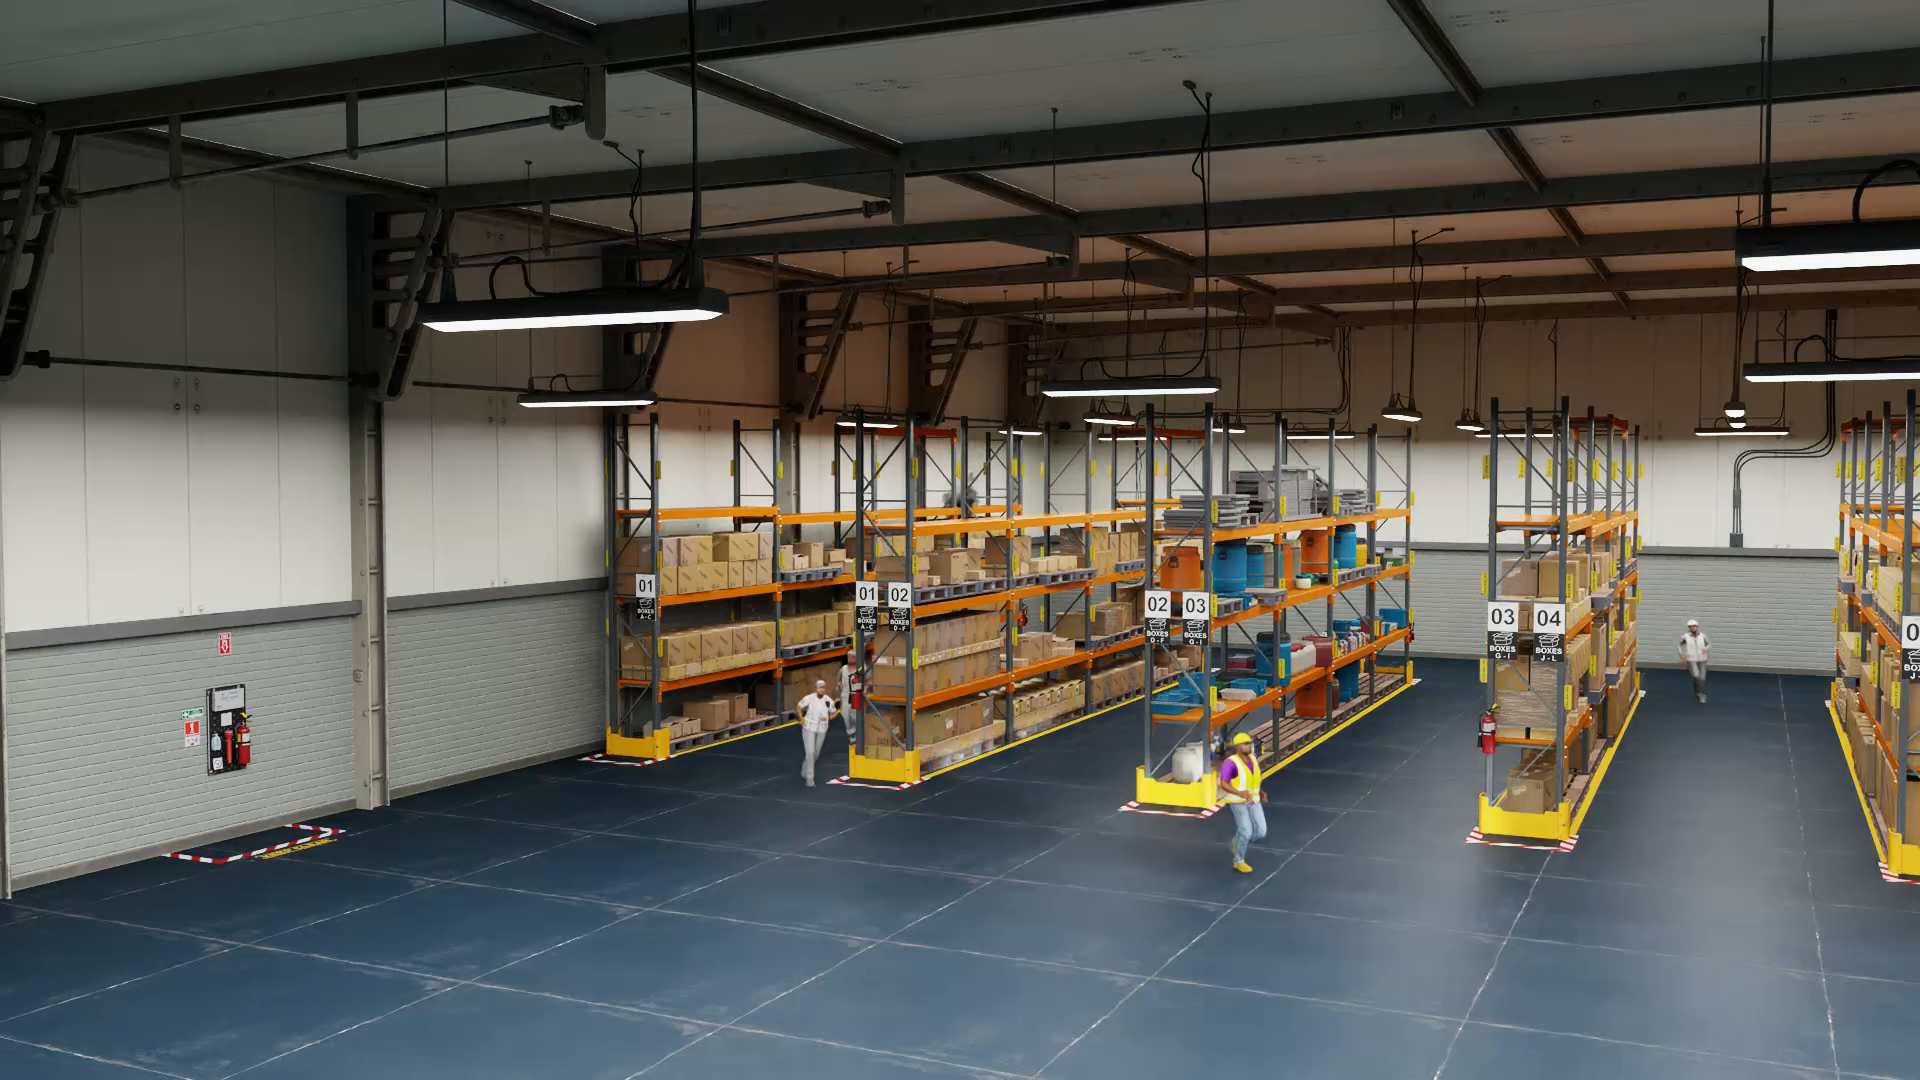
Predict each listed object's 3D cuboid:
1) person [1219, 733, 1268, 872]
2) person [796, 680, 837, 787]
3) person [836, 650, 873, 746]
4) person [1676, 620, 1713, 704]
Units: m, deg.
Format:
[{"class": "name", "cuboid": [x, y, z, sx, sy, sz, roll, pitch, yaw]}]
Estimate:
[{"class": "person", "cuboid": [3.559, 3.268, 20.759, 0.700, 1.723, 0.582, -2, 3, -35]}, {"class": "person", "cuboid": [-2.297, 3.078, 26.703, 0.636, 1.674, 0.862, -1, 3, -20]}, {"class": "person", "cuboid": [-1.952, 2.856, 29.933, 0.643, 1.741, 0.581, 1, 2, 14]}, {"class": "person", "cuboid": [15.876, 2.618, 35.890, 0.695, 1.788, 0.744, 0, 2, 9]}]
